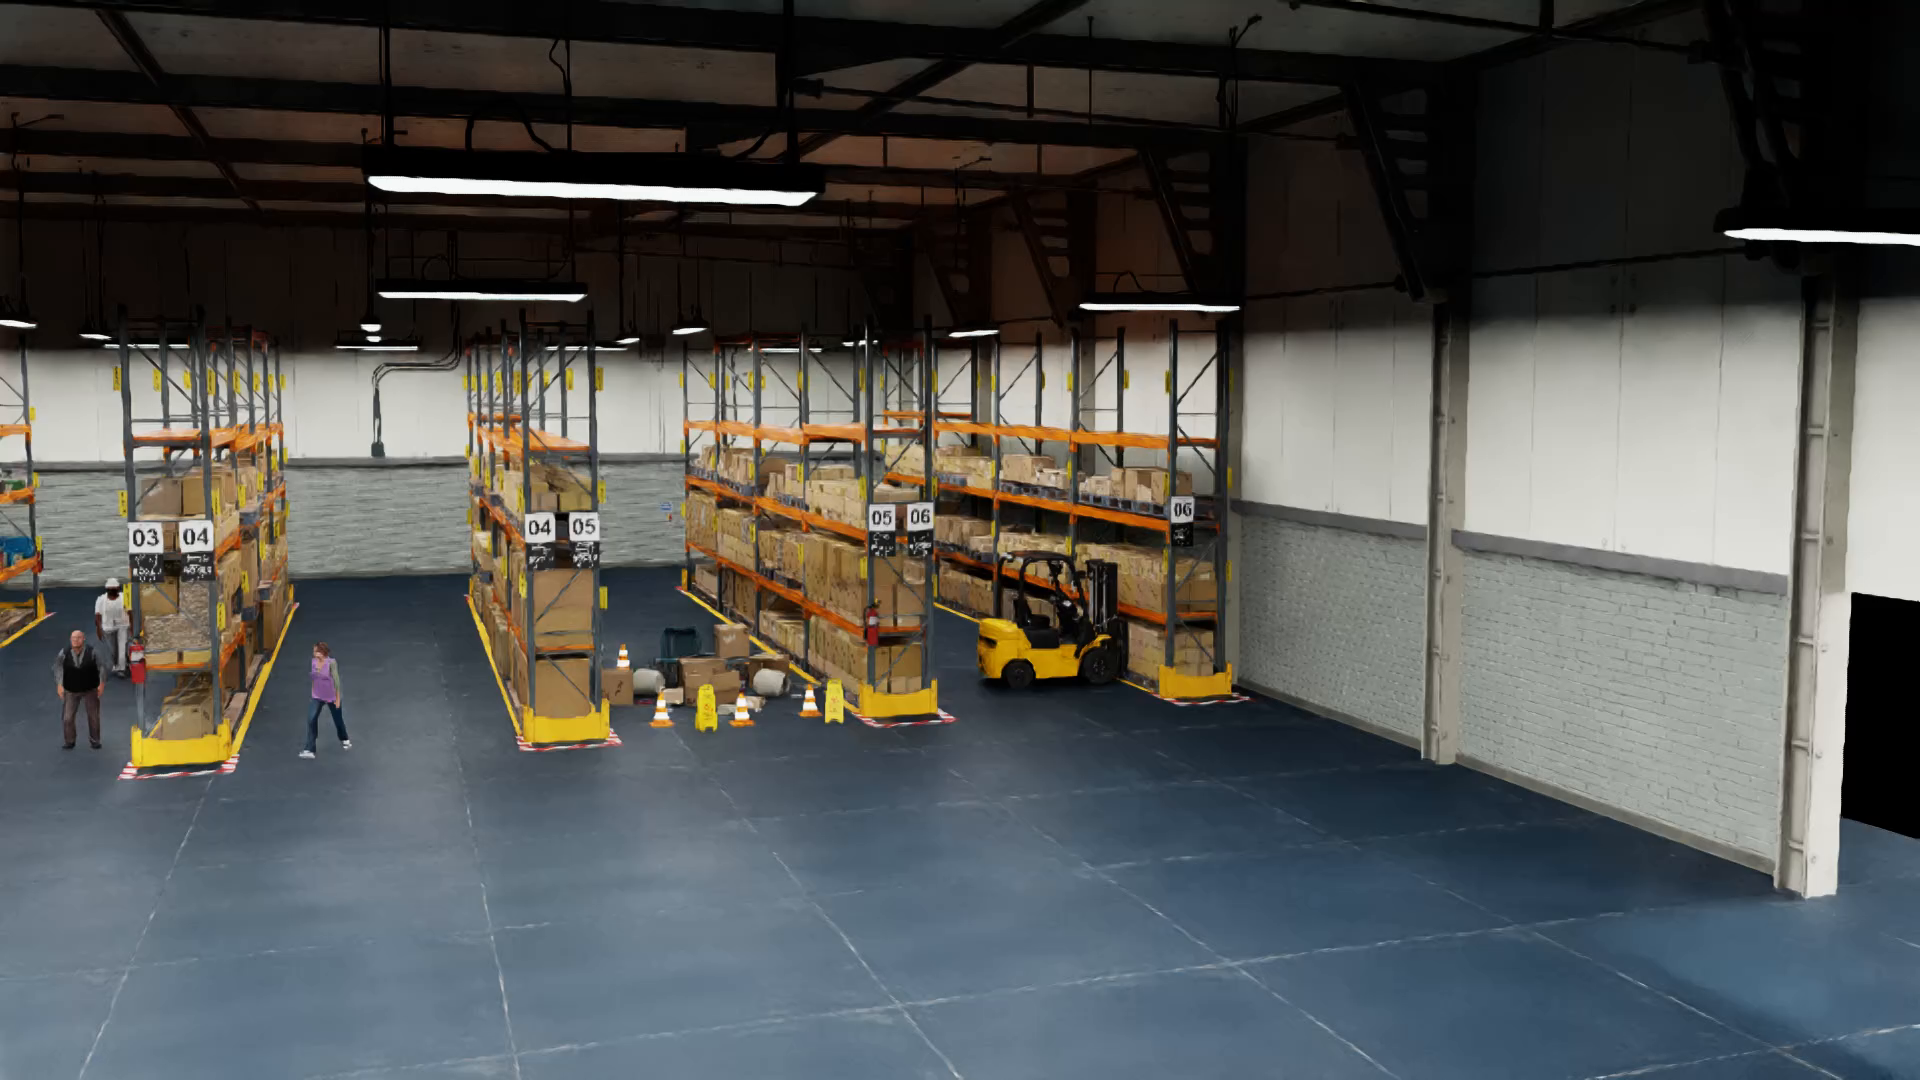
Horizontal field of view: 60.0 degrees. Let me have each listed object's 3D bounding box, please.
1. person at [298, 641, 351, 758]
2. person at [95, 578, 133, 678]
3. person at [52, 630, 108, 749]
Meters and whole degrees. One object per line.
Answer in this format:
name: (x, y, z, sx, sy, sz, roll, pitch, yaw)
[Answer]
person: (-8.534, 2.115, 22.357, 0.455, 1.543, 0.885, 0, 5, 5)
person: (-14.363, 1.476, 28.236, 0.577, 1.687, 1.121, -2, 6, -17)
person: (-11.953, 2.034, 22.617, 0.677, 1.673, 0.530, -2, 6, -20)
